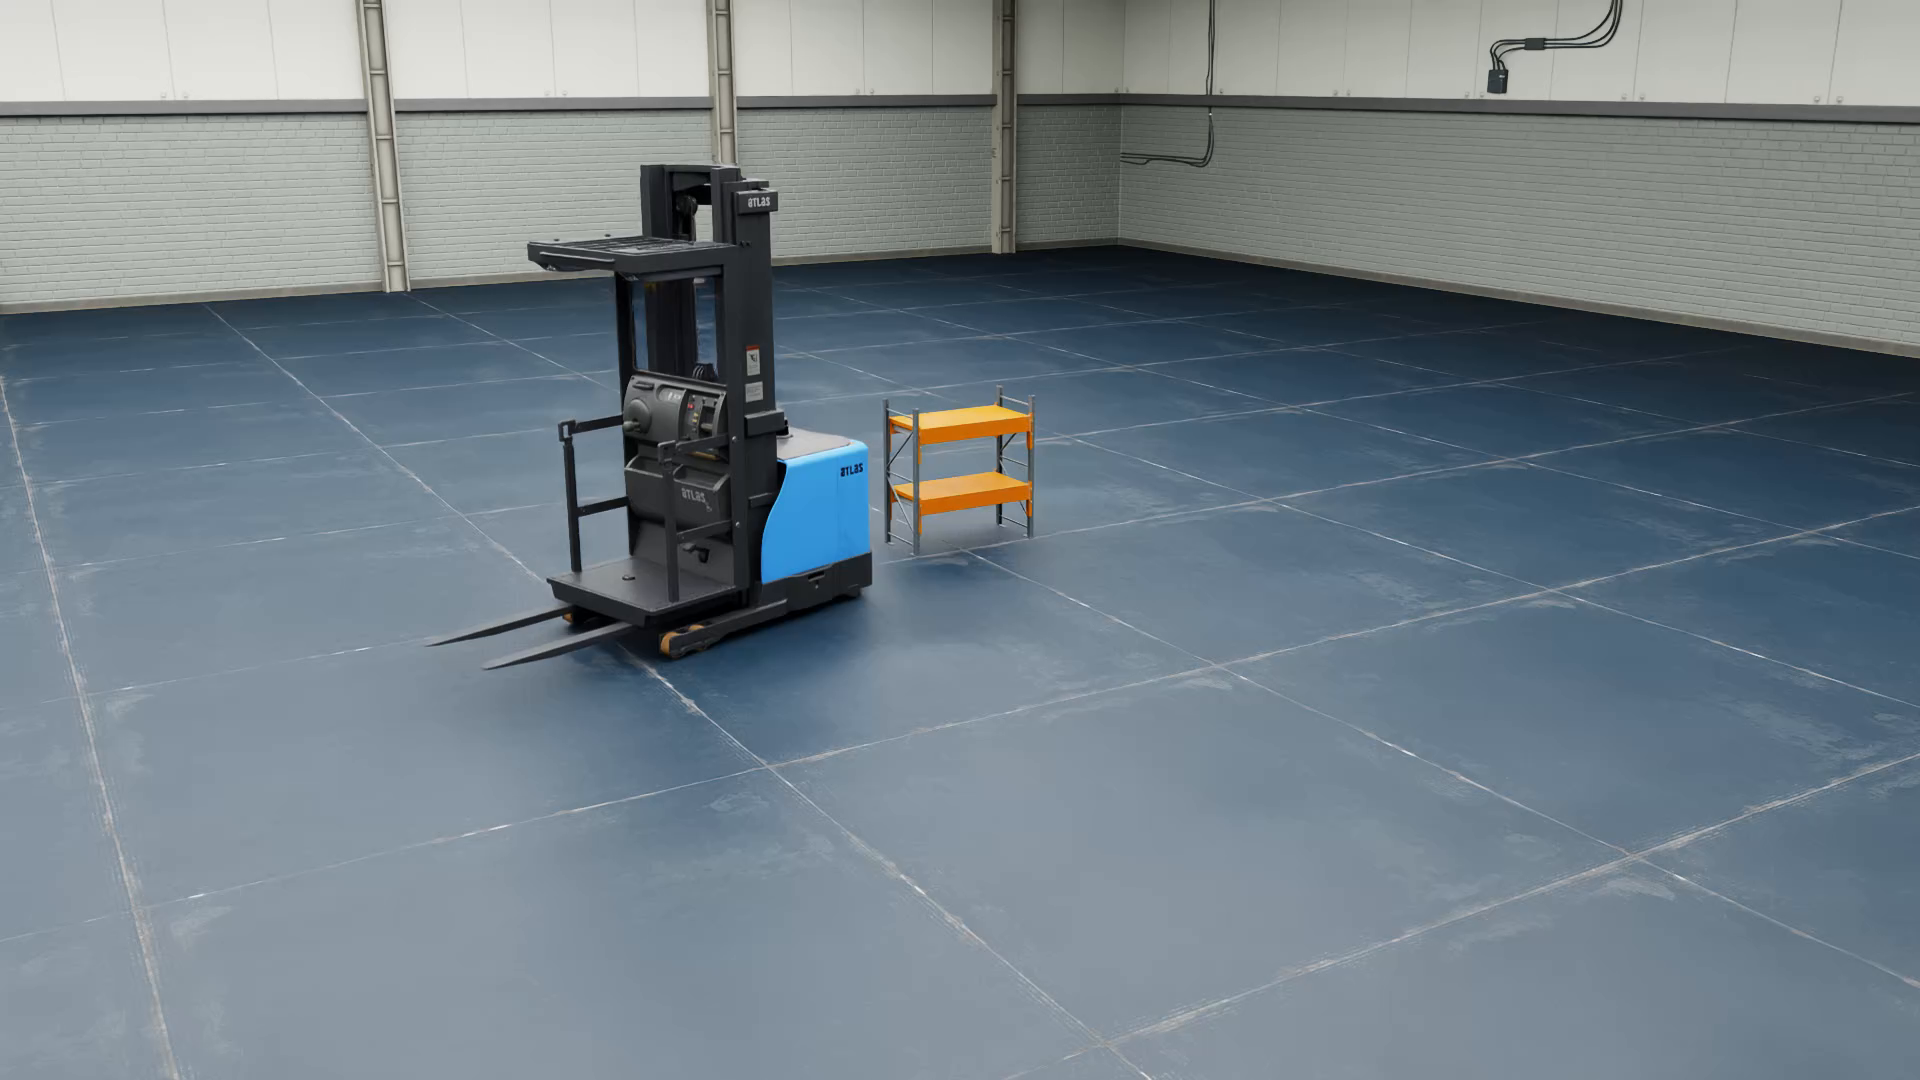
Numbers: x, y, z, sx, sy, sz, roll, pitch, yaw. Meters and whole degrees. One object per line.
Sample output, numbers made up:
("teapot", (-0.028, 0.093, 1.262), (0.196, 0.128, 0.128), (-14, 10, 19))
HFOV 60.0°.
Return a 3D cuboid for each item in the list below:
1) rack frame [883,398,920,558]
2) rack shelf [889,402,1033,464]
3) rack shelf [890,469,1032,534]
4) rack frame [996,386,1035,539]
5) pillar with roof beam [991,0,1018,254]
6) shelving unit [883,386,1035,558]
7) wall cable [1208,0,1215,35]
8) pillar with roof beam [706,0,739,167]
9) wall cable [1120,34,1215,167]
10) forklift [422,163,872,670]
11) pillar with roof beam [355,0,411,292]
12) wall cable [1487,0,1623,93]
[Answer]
("rack frame", (-0.442, -0.470, 12.503), (0.032, 1.125, 0.500), (-9, 18, -30))
("rack shelf", (-0.006, -0.823, 12.676), (1.000, 0.278, 0.538), (-9, 18, -30))
("rack shelf", (-0.006, -0.305, 12.821), (1.000, 0.278, 0.538), (-9, 18, -30))
("rack frame", (0.430, -0.611, 13.007), (0.032, 1.125, 0.500), (-9, 18, -30))
("pillar with roof beam", (3.095, -9.169, 28.947), (0.400, 9.000, 9.100), (-9, 18, -30))
("shelving unit", (-0.006, -0.541, 12.755), (1.048, 1.125, 0.538), (-9, 18, -30))
("wall cable", (5.478, -10.579, 30.374), (0.112, 2.526, 3.097), (-9, 18, -30))
("pillar with roof beam", (-2.048, -8.335, 25.971), (0.400, 9.000, 9.100), (-9, 18, -30))
("wall cable", (4.084, -8.773, 33.288), (0.112, 2.526, 3.097), (-9, 18, -30))
("forklift", (-1.957, -0.829, 10.435), (1.130, 2.935, 3.031), (13, 20, 39))
("pillar with roof beam", (-7.191, -7.501, 22.996), (0.400, 9.000, 9.100), (-9, 18, -30))
("wall cable", (8.960, -9.707, 24.567), (0.169, 6.003, 2.305), (-9, 18, -30))
